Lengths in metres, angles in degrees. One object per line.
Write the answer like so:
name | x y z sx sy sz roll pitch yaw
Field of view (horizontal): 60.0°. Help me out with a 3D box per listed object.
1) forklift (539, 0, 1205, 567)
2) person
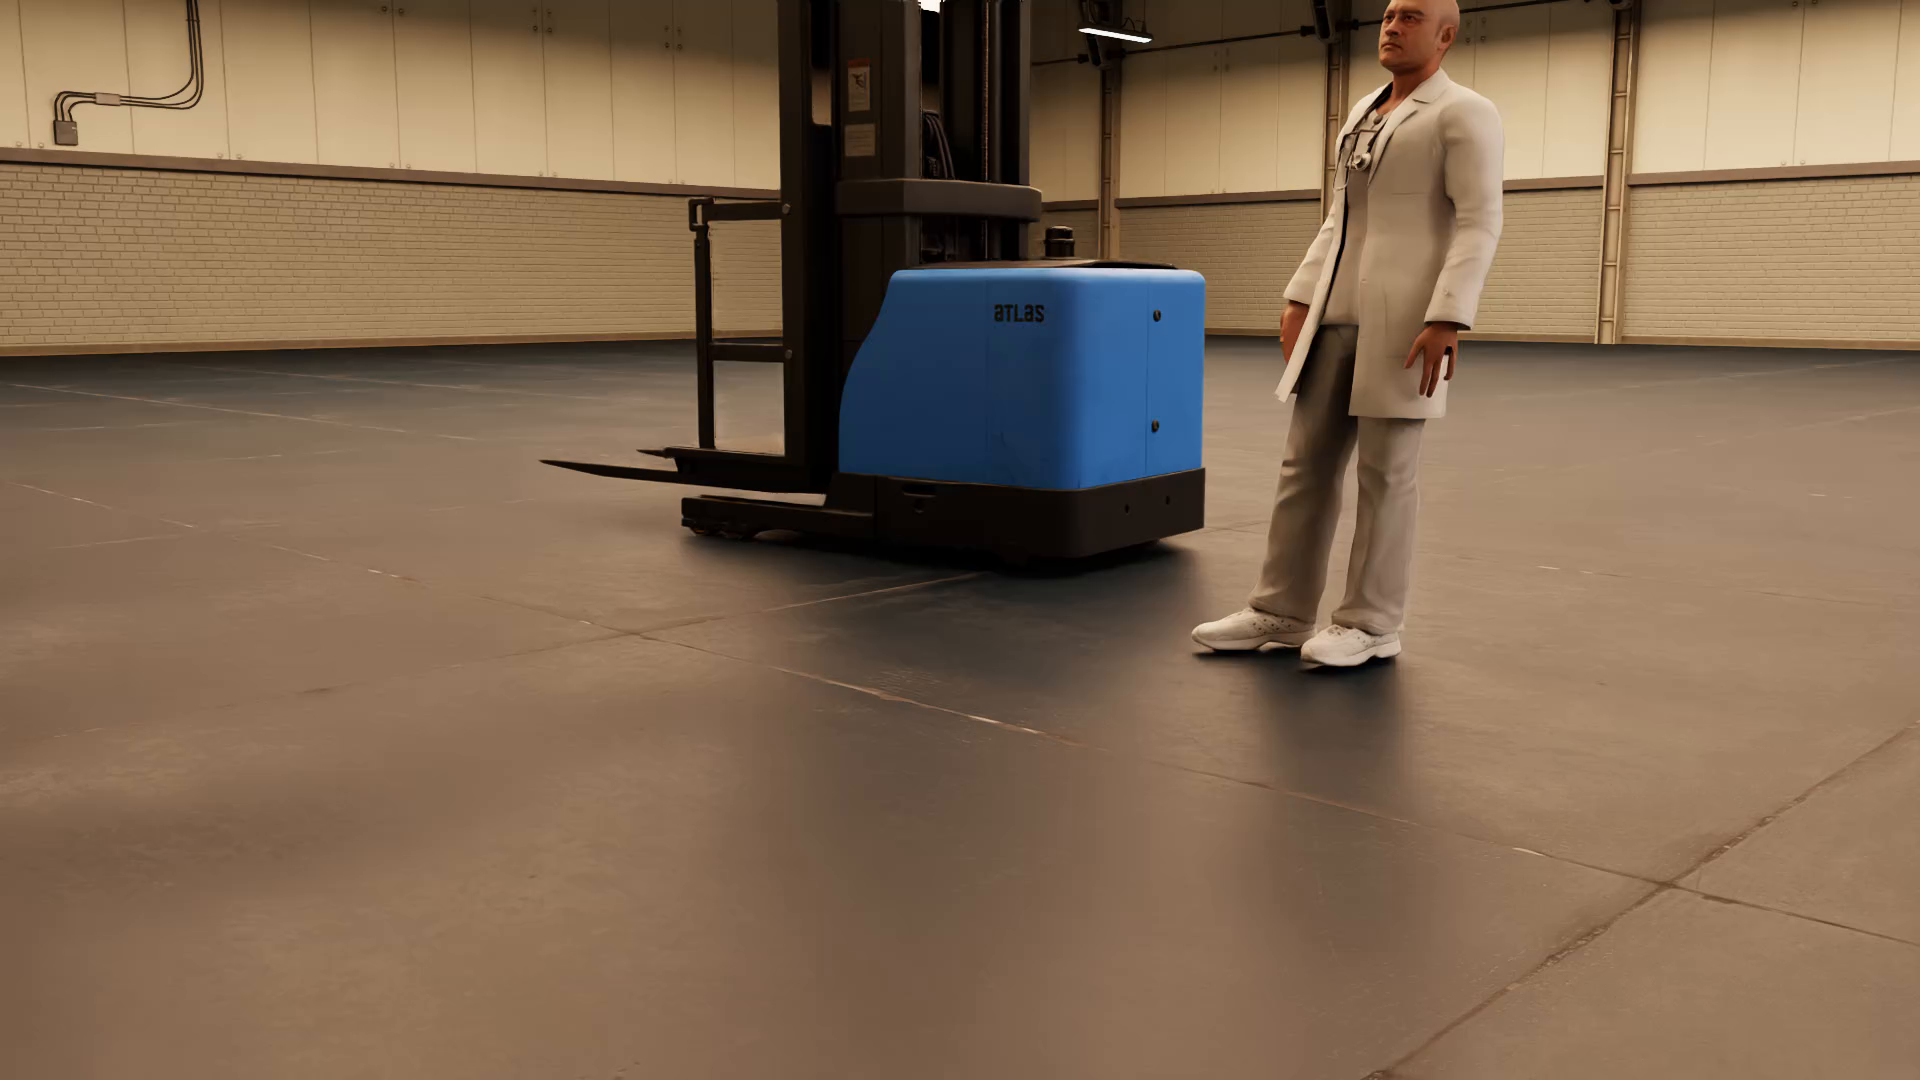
forklift | -0.527 -1.504 6.860 3.031 2.935 1.130 6 11 36
person | 1.032 -0.554 4.381 0.582 1.775 0.695 -4 10 -27
